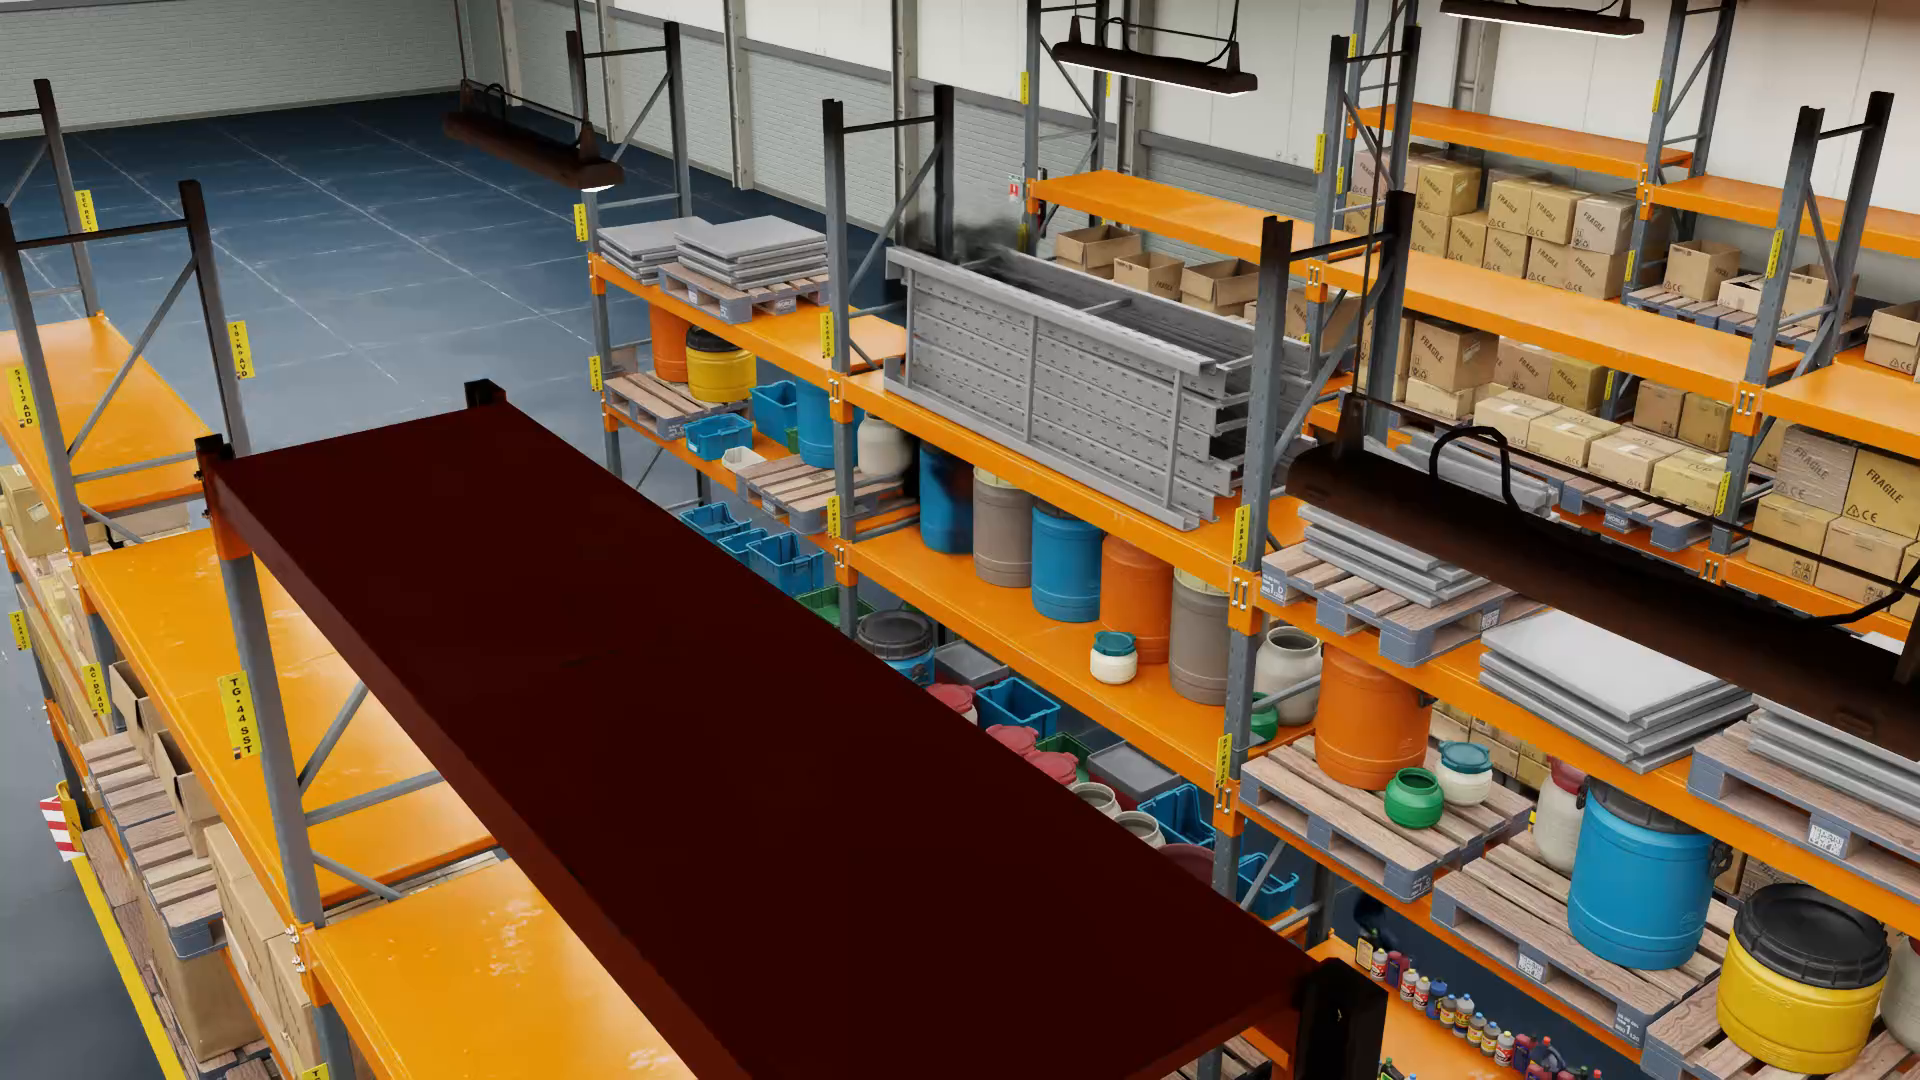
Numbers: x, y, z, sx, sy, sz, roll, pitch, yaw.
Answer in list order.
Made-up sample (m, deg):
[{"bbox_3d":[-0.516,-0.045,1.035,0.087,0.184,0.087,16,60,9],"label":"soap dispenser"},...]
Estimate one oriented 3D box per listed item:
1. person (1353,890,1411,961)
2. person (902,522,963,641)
[{"bbox_3d":[3.087,2.451,11.835,0.534,1.547,0.565,-17,30,-32],"label":"person"},{"bbox_3d":[-0.341,0.304,16.211,0.839,1.792,0.686,19,31,35],"label":"person"}]
